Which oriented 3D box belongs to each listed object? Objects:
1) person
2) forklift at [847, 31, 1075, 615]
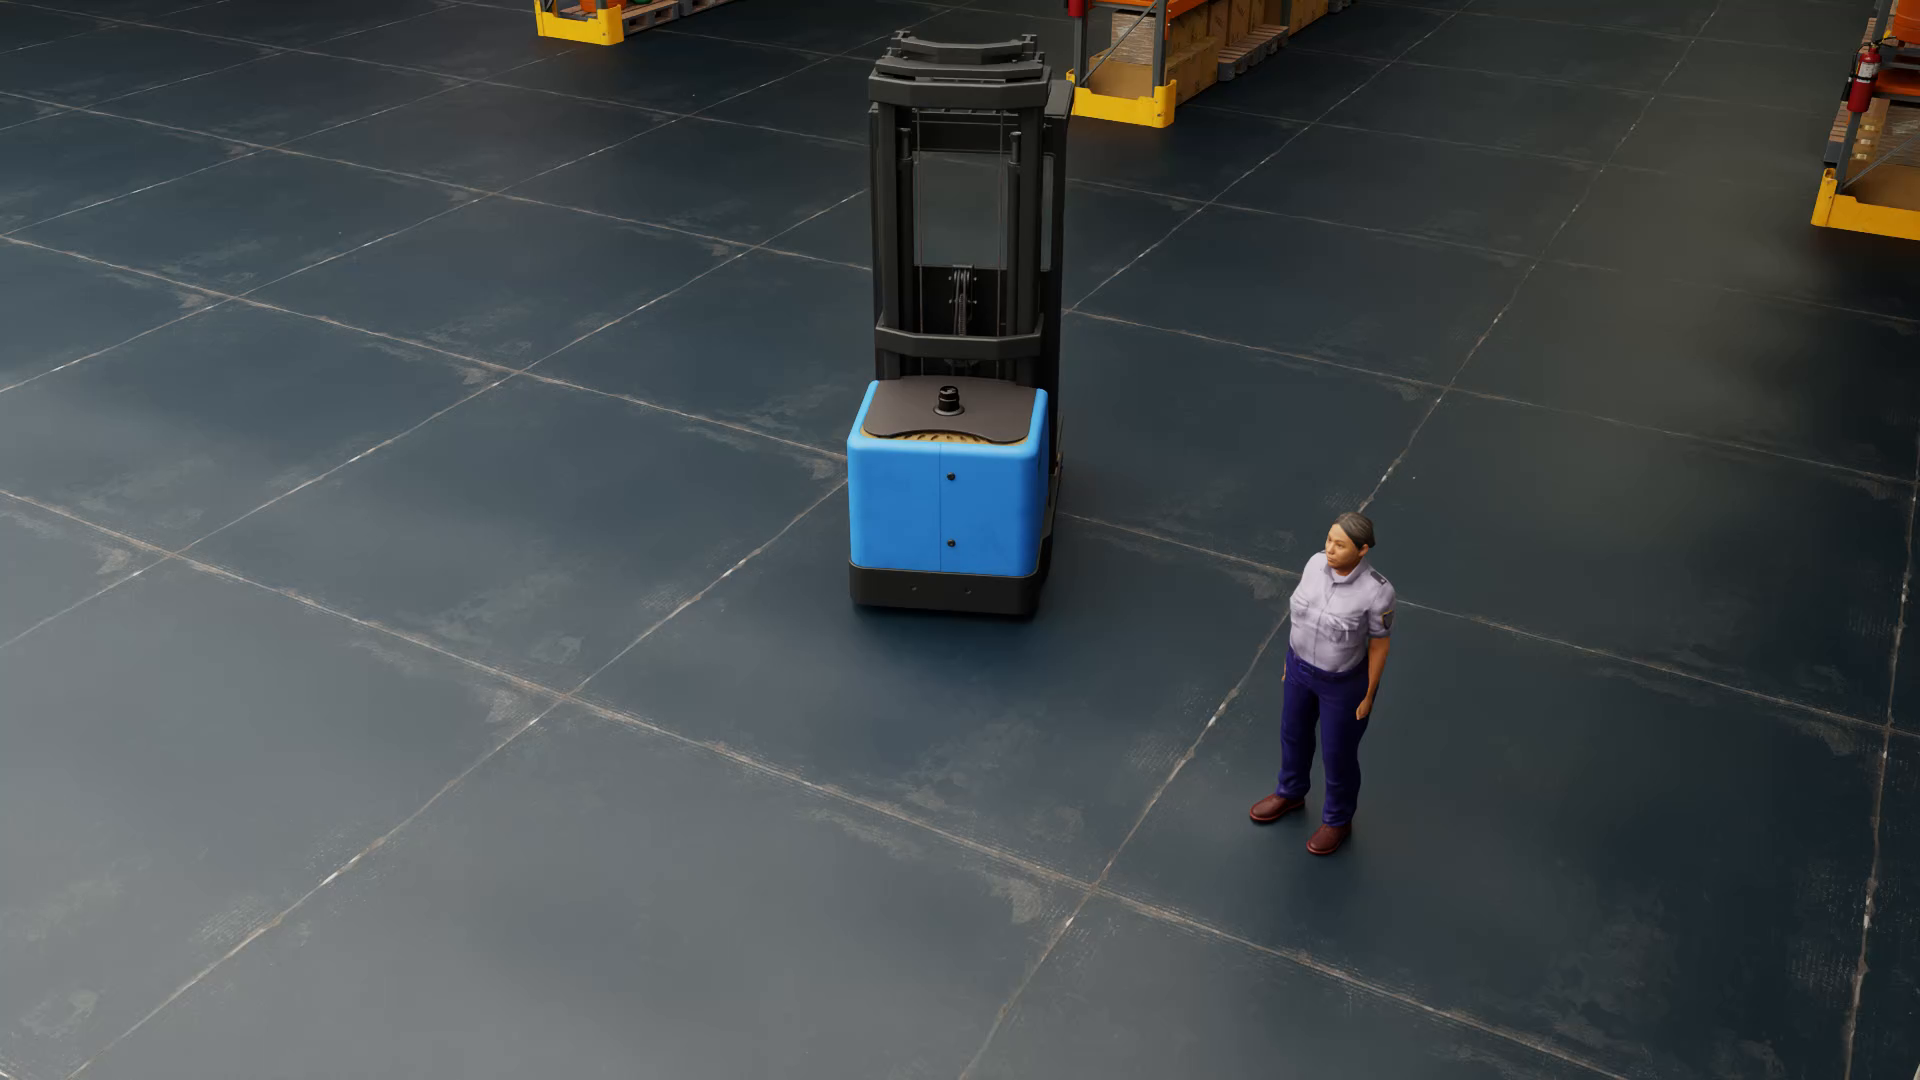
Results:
[{"bbox_3d":[1.613,0.608,7.305,0.348,1.653,0.479,-24,38,-35],"label":"person"},{"bbox_3d":[0.072,-1.572,9.794,1.130,2.935,3.031,3,30,6],"label":"forklift"}]
